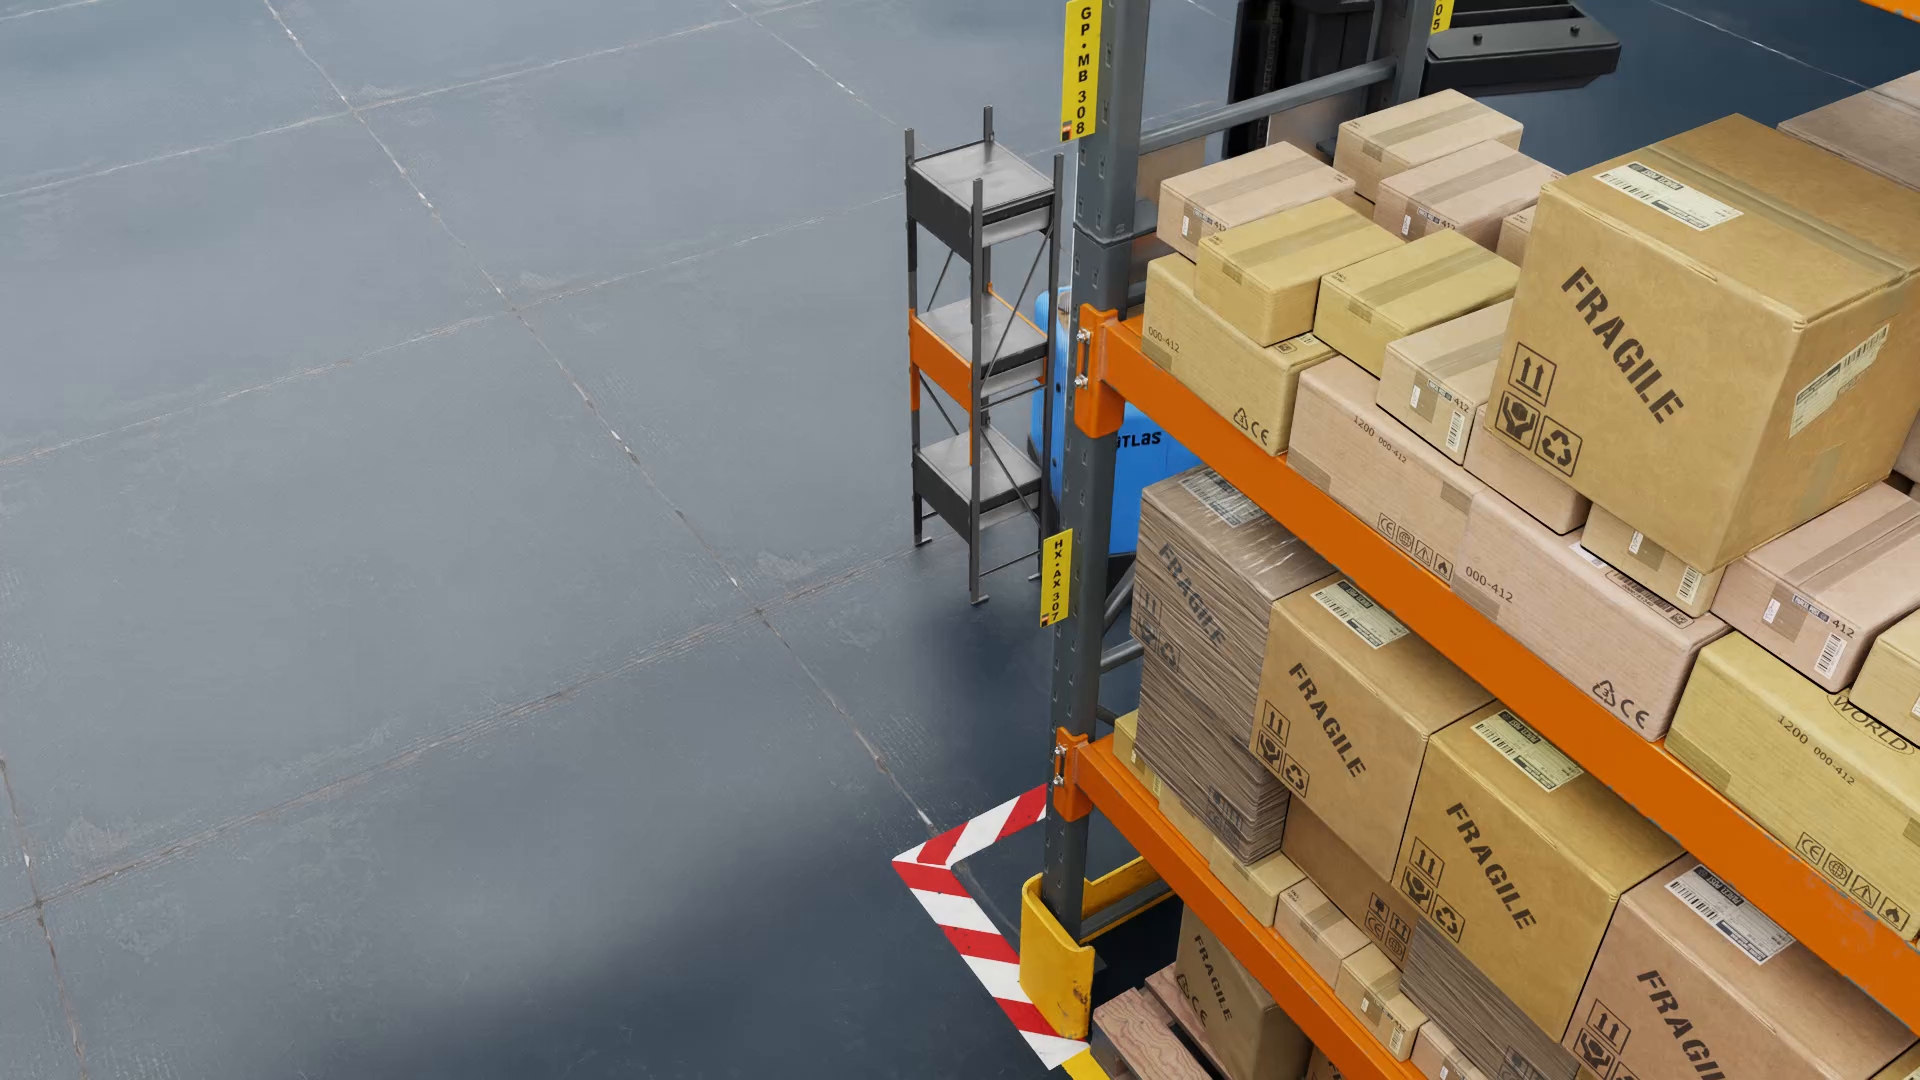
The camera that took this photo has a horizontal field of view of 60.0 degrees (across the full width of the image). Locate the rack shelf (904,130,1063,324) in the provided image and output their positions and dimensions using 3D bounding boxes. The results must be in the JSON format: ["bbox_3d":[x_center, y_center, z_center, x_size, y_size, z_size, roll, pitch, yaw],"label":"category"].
[{"bbox_3d":[0.089,-1.245,6.592,0.431,0.518,0.480,-22,45,-24],"label":"rack shelf"}]

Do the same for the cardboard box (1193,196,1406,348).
[{"bbox_3d":[0.740,-0.592,3.640,0.380,0.149,0.250,-21,44,-23],"label":"cardboard box"}]

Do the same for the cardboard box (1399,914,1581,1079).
[{"bbox_3d":[1.604,0.922,4.051,0.875,0.500,0.500,-22,45,-24],"label":"cardboard box"}]

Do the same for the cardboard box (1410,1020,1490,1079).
[{"bbox_3d":[1.359,1.259,4.152,0.380,0.149,0.250,-22,45,-24],"label":"cardboard box"}]

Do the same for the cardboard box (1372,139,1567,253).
[{"bbox_3d":[1.183,-0.770,3.854,0.380,0.149,0.250,-24,45,-26],"label":"cardboard box"}]

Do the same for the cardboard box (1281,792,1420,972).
[{"bbox_3d":[1.372,0.637,4.393,0.875,0.500,0.500,-22,45,-24],"label":"cardboard box"}]

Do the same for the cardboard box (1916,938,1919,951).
[{"bbox_3d":[1.864,0.604,2.517,0.500,0.250,0.500,-23,45,-25],"label":"cardboard box"}]

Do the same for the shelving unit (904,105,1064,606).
[{"bbox_3d":[0.089,-0.717,7.031,0.431,2.100,0.503,-22,45,-24],"label":"shelving unit"}]

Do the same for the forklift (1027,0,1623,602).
[{"bbox_3d":[1.893,-1.309,7.092,3.031,2.935,1.130,-7,40,-8],"label":"forklift"}]

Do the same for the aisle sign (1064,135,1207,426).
[{"bbox_3d":[0.443,-0.674,4.246,0.394,0.787,0.004,-22,45,-24],"label":"aisle sign"}]

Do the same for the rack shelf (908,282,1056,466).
[{"bbox_3d":[0.089,-0.707,7.040,0.431,0.518,0.480,-22,45,-24],"label":"rack shelf"}]

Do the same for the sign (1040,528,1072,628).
[{"bbox_3d":[0.272,0.109,4.660,0.100,0.325,0.005,-22,45,-24],"label":"sign"}]

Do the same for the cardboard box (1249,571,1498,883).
[{"bbox_3d":[1.058,0.381,3.919,0.500,0.500,0.500,-22,45,-24],"label":"cardboard box"}]

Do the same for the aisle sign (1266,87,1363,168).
[{"bbox_3d":[0.949,-0.881,4.494,0.394,0.787,0.004,-22,45,-24],"label":"aisle sign"}]

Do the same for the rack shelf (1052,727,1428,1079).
[{"bbox_3d":[1.805,1.611,4.097,1.077,0.370,4.000,-22,45,-24],"label":"rack shelf"}]

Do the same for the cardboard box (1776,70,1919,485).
[{"bbox_3d":[1.776,-0.493,3.015,0.500,0.500,0.500,-22,45,-24],"label":"cardboard box"}]

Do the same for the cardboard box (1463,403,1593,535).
[{"bbox_3d":[1.194,-0.194,3.163,0.380,0.149,0.250,-22,45,-25],"label":"cardboard box"}]

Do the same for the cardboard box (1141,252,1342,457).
[{"bbox_3d":[0.771,-0.491,3.831,0.500,0.250,0.500,-21,44,-23],"label":"cardboard box"}]

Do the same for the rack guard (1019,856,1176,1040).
[{"bbox_3d":[0.770,1.256,5.913,1.175,0.500,0.348,-22,45,-24],"label":"rack guard"}]

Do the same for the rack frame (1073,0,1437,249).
[{"bbox_3d":[0.729,-2.050,3.241,1.000,3.000,0.127,-22,45,-24],"label":"rack frame"}]

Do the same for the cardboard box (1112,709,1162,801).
[{"bbox_3d":[0.682,0.587,4.959,0.380,0.149,0.250,-22,45,-24],"label":"cardboard box"}]

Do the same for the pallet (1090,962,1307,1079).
[{"bbox_3d":[1.177,1.818,5.464,1.003,0.211,1.213,-22,45,-24],"label":"pallet"}]

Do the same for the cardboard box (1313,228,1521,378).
[{"bbox_3d":[0.980,-0.498,3.527,0.380,0.149,0.250,-23,45,-25],"label":"cardboard box"}]

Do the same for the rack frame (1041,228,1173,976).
[{"bbox_3d":[0.729,0.255,5.162,1.000,3.000,0.127,-22,45,-24],"label":"rack frame"}]

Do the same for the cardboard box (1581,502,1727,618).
[{"bbox_3d":[1.353,-0.051,2.991,0.380,0.149,0.250,-24,46,-26],"label":"cardboard box"}]

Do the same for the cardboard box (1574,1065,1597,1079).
[{"bbox_3d":[1.863,1.196,3.722,0.875,0.500,0.500,-22,45,-24],"label":"cardboard box"}]

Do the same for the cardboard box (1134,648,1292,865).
[{"bbox_3d":[1.002,0.408,4.667,0.875,0.500,0.500,-22,45,-24],"label":"cardboard box"}]

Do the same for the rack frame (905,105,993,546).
[{"bbox_3d":[-0.042,-0.849,7.189,0.400,2.100,0.015,-22,45,-24],"label":"rack frame"}]

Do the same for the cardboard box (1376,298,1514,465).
[{"bbox_3d":[1.066,-0.326,3.322,0.380,0.149,0.250,-20,44,-23],"label":"cardboard box"}]

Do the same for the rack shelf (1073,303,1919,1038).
[{"bbox_3d":[1.805,0.458,3.136,1.077,0.370,4.000,-22,45,-24],"label":"rack shelf"}]

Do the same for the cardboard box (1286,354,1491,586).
[{"bbox_3d":[1.053,-0.215,3.499,0.500,0.250,0.500,-23,45,-25],"label":"cardboard box"}]

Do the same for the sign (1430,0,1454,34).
[{"bbox_3d":[1.208,-1.418,4.134,0.100,0.325,0.005,-22,45,-24],"label":"sign"}]

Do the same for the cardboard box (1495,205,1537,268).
[{"bbox_3d":[1.422,-0.660,3.722,0.380,0.149,0.250,-24,46,-26],"label":"cardboard box"}]

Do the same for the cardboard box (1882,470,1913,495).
[{"bbox_3d":[1.835,-0.246,3.225,0.380,0.149,0.250,-24,46,-26],"label":"cardboard box"}]

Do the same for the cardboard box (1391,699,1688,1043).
[{"bbox_3d":[1.328,0.650,3.596,0.500,0.500,0.500,-22,45,-24],"label":"cardboard box"}]

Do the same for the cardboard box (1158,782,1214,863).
[{"bbox_3d":[0.800,0.729,4.789,0.380,0.149,0.250,-22,45,-24],"label":"cardboard box"}]

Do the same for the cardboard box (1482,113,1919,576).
[{"bbox_3d":[1.300,-0.348,2.841,0.500,0.500,0.500,-22,45,-25],"label":"cardboard box"}]

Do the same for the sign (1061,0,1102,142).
[{"bbox_3d":[0.272,-1.047,3.697,0.100,0.325,0.005,-22,45,-24],"label":"sign"}]

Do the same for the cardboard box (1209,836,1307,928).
[{"bbox_3d":[0.922,0.869,4.621,0.380,0.149,0.250,-22,45,-24],"label":"cardboard box"}]

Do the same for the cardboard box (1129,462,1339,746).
[{"bbox_3d":[0.795,0.109,4.246,0.500,0.500,0.500,-22,45,-24],"label":"cardboard box"}]

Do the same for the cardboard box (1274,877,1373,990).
[{"bbox_3d":[1.074,0.997,4.468,0.380,0.149,0.250,-22,45,-24],"label":"cardboard box"}]

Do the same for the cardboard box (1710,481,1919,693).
[{"bbox_3d":[1.527,0.067,2.849,0.380,0.149,0.250,-23,45,-25],"label":"cardboard box"}]

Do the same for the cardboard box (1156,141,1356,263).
[{"bbox_3d":[0.683,-0.765,3.848,0.380,0.149,0.250,-23,45,-25],"label":"cardboard box"}]

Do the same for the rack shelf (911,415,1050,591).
[{"bbox_3d":[0.089,-0.169,7.488,0.431,0.518,0.480,-22,45,-24],"label":"rack shelf"}]

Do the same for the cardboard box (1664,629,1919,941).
[{"bbox_3d":[1.600,0.333,2.842,0.500,0.250,0.500,-21,44,-23],"label":"cardboard box"}]

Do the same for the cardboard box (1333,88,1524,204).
[{"bbox_3d":[1.142,-0.951,4.071,0.380,0.149,0.250,-22,45,-24],"label":"cardboard box"}]

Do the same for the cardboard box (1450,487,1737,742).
[{"bbox_3d":[1.316,0.054,3.177,0.500,0.250,0.500,-22,45,-25],"label":"cardboard box"}]

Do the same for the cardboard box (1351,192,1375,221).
[{"bbox_3d":[1.203,-0.667,4.042,0.500,0.250,0.500,-21,44,-23],"label":"cardboard box"}]

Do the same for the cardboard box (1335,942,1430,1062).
[{"bbox_3d":[1.202,1.134,4.303,0.380,0.149,0.250,-22,45,-24],"label":"cardboard box"}]

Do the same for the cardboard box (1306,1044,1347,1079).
[{"bbox_3d":[1.401,1.707,5.043,0.500,0.500,0.500,-11,41,-13],"label":"cardboard box"}]

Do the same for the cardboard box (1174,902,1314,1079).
[{"bbox_3d":[1.051,1.396,5.416,0.500,0.500,0.500,-14,42,-17],"label":"cardboard box"}]

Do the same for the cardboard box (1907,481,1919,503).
[{"bbox_3d":[1.943,-0.082,3.028,0.380,0.149,0.250,-25,46,-26],"label":"cardboard box"}]

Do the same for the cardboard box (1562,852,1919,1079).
[{"bbox_3d":[1.602,0.918,3.274,0.500,0.500,0.500,-22,45,-24],"label":"cardboard box"}]

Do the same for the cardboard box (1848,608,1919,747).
[{"bbox_3d":[1.678,0.204,2.685,0.380,0.149,0.250,-24,45,-26],"label":"cardboard box"}]

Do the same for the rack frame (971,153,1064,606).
[{"bbox_3d":[0.220,-0.586,6.873,0.400,2.100,0.015,-22,45,-24],"label":"rack frame"}]
